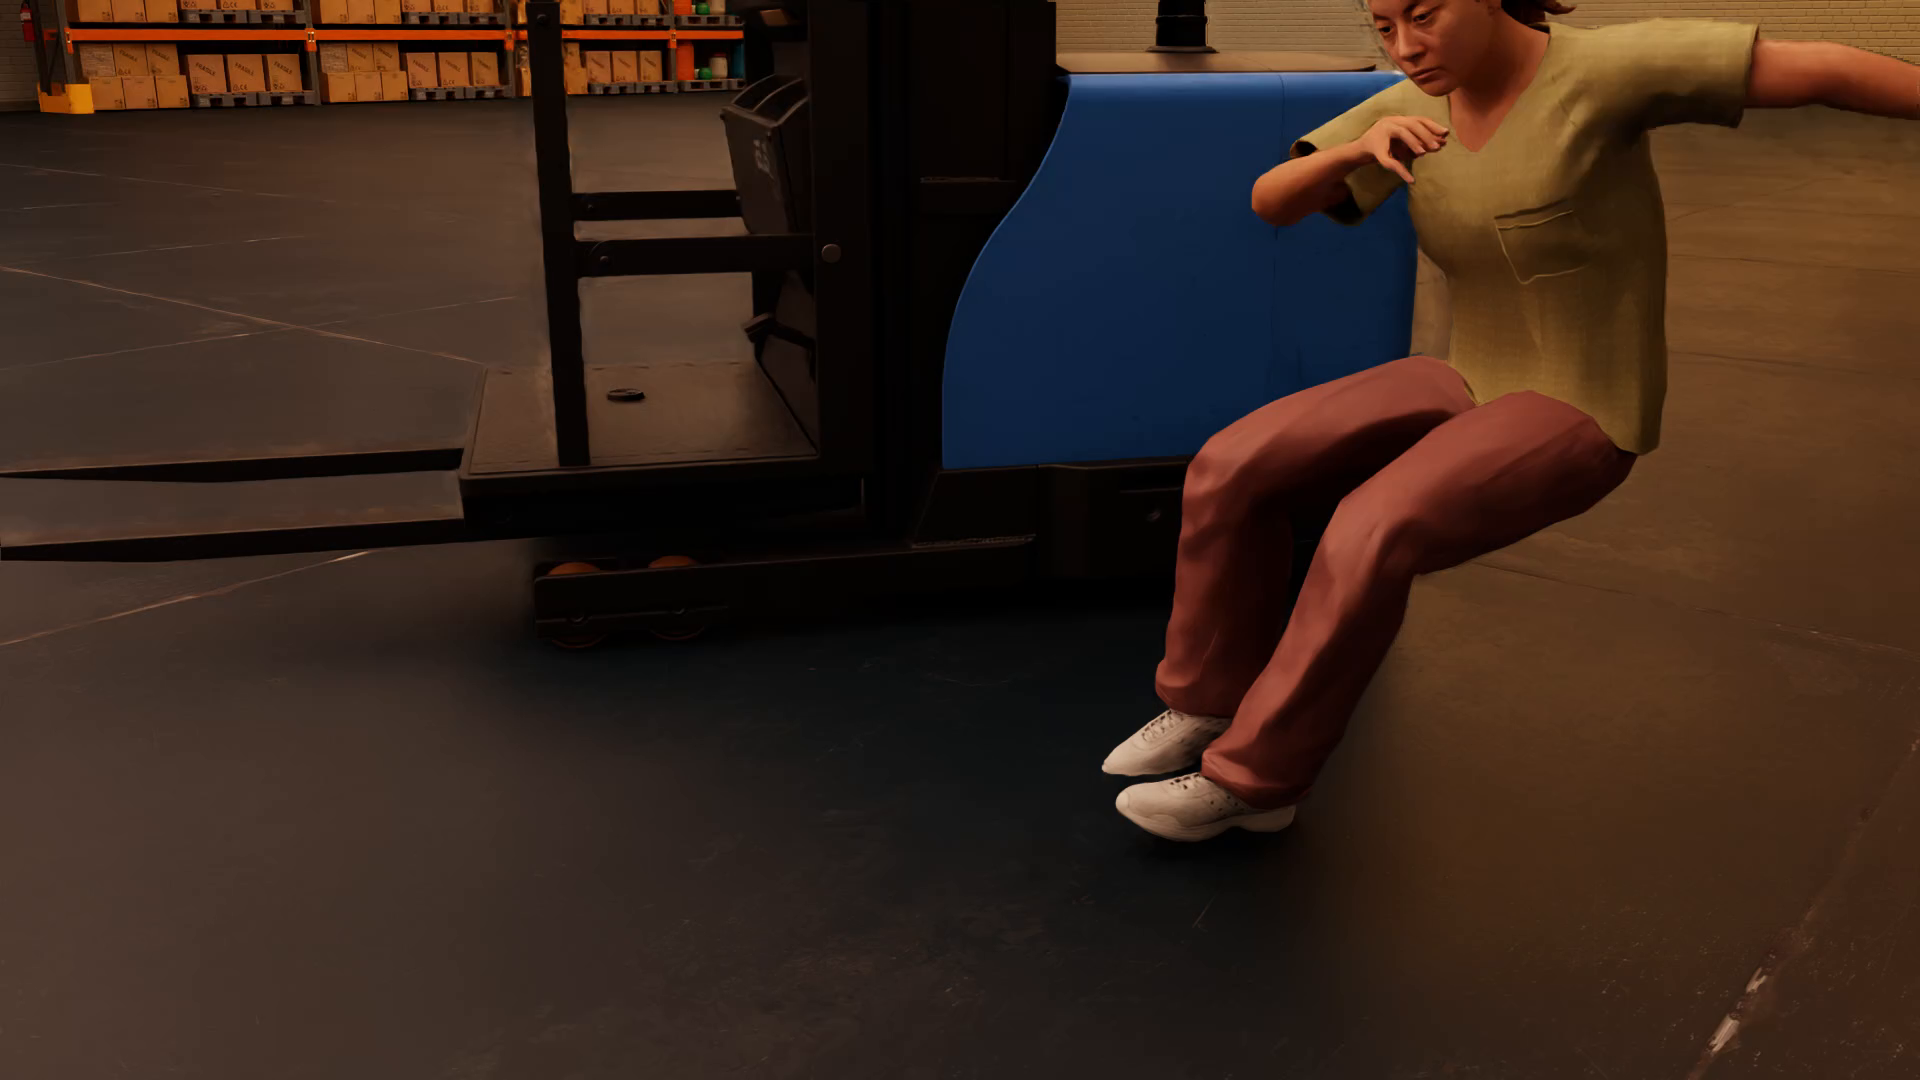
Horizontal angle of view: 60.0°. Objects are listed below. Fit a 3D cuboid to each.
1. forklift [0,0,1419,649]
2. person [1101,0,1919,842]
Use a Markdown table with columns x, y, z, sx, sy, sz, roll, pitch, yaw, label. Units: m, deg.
| x | y | z | sx | sy | sz | roll | pitch | yaw | label |
| --- | --- | --- | --- | --- | --- | --- | --- | --- | --- |
| -0.594 | -1.359 | 3.372 | 3.031 | 2.935 | 1.130 | -4 | 17 | -13 | forklift |
| 0.741 | -0.167 | 2.236 | 0.877 | 1.363 | 1.112 | -11 | 20 | -32 | person |
